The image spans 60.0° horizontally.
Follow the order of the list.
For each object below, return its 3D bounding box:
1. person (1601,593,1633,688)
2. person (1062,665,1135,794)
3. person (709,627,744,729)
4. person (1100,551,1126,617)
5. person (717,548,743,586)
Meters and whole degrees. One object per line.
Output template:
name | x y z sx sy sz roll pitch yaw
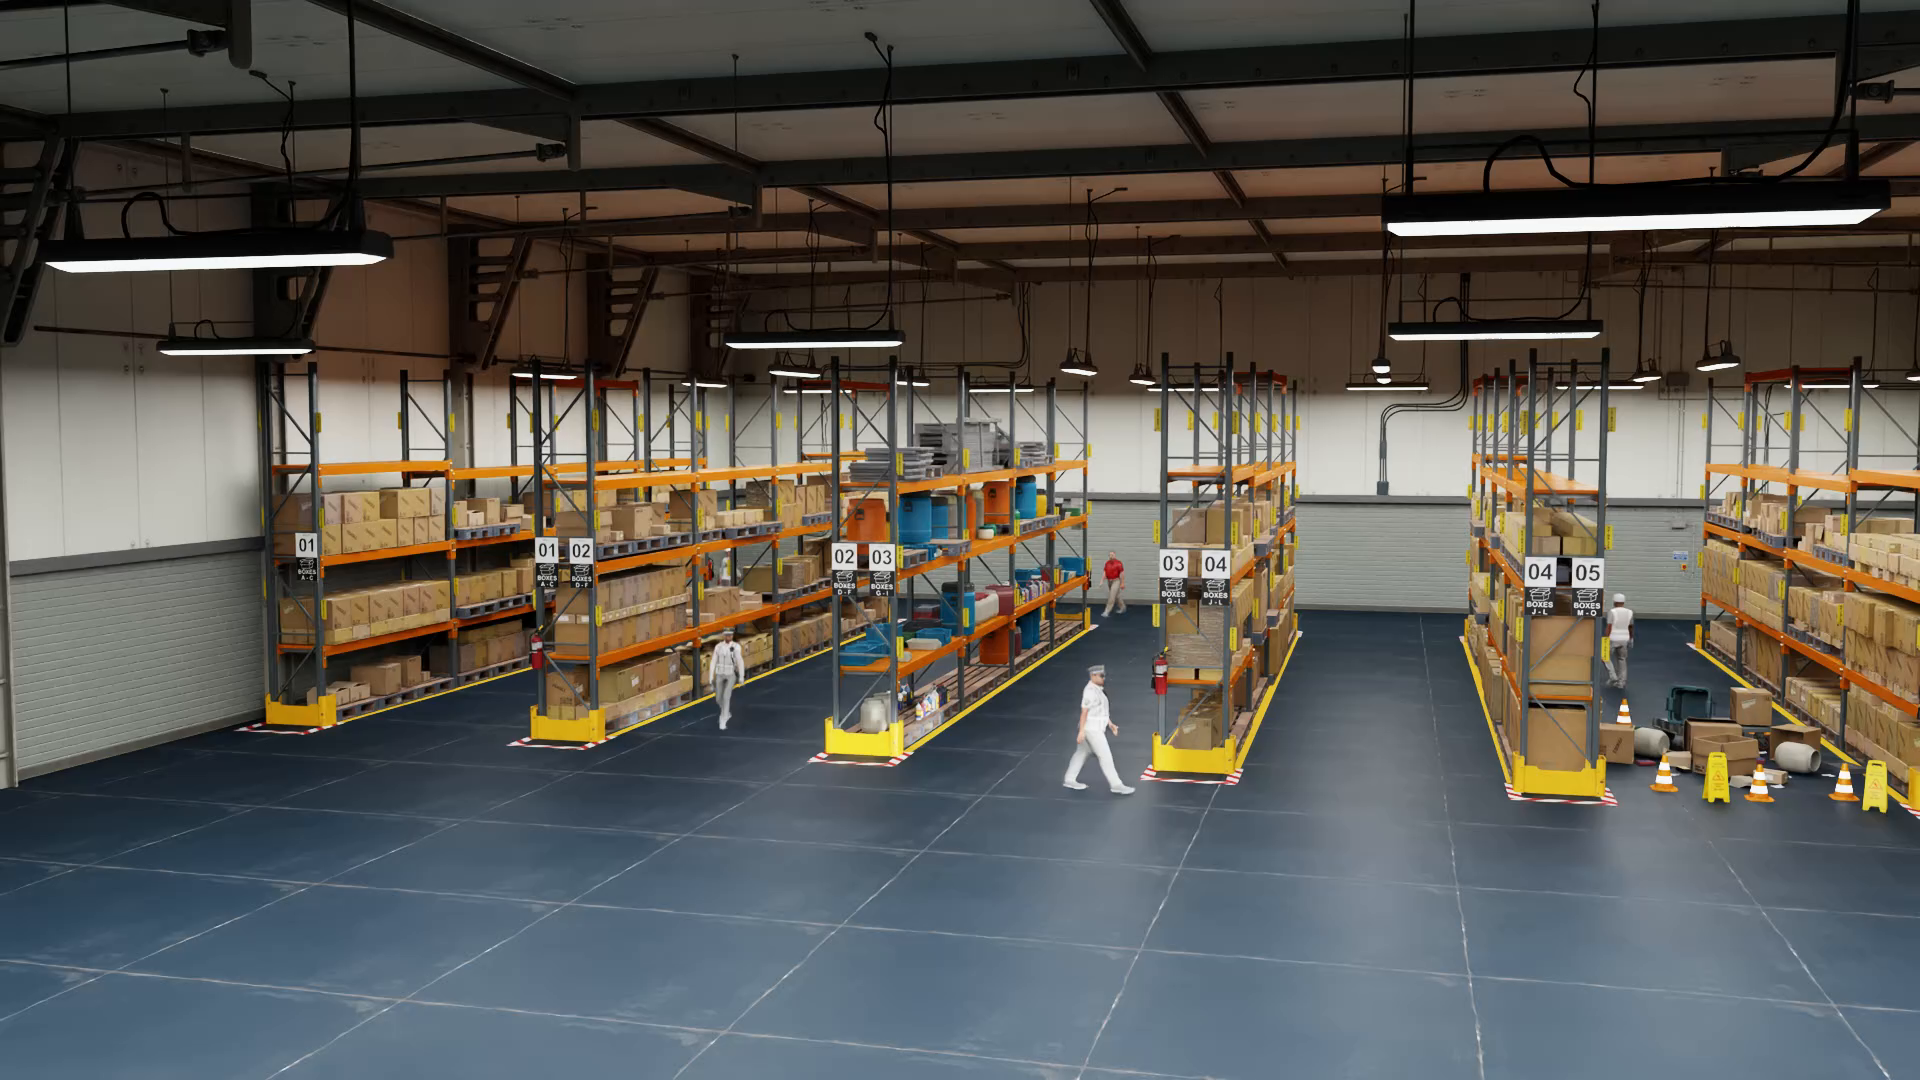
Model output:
person | 12.435 1.902 31.401 0.609 1.786 0.463 -1 4 -10
person | 1.881 2.538 22.538 0.981 1.709 0.539 0 4 5
person | -3.849 2.272 27.479 0.560 1.694 0.637 1 4 9
person | 3.947 1.112 43.071 1.071 1.664 0.546 -3 5 -36
person | -6.085 1.028 44.063 1.102 1.701 0.499 1 4 12
